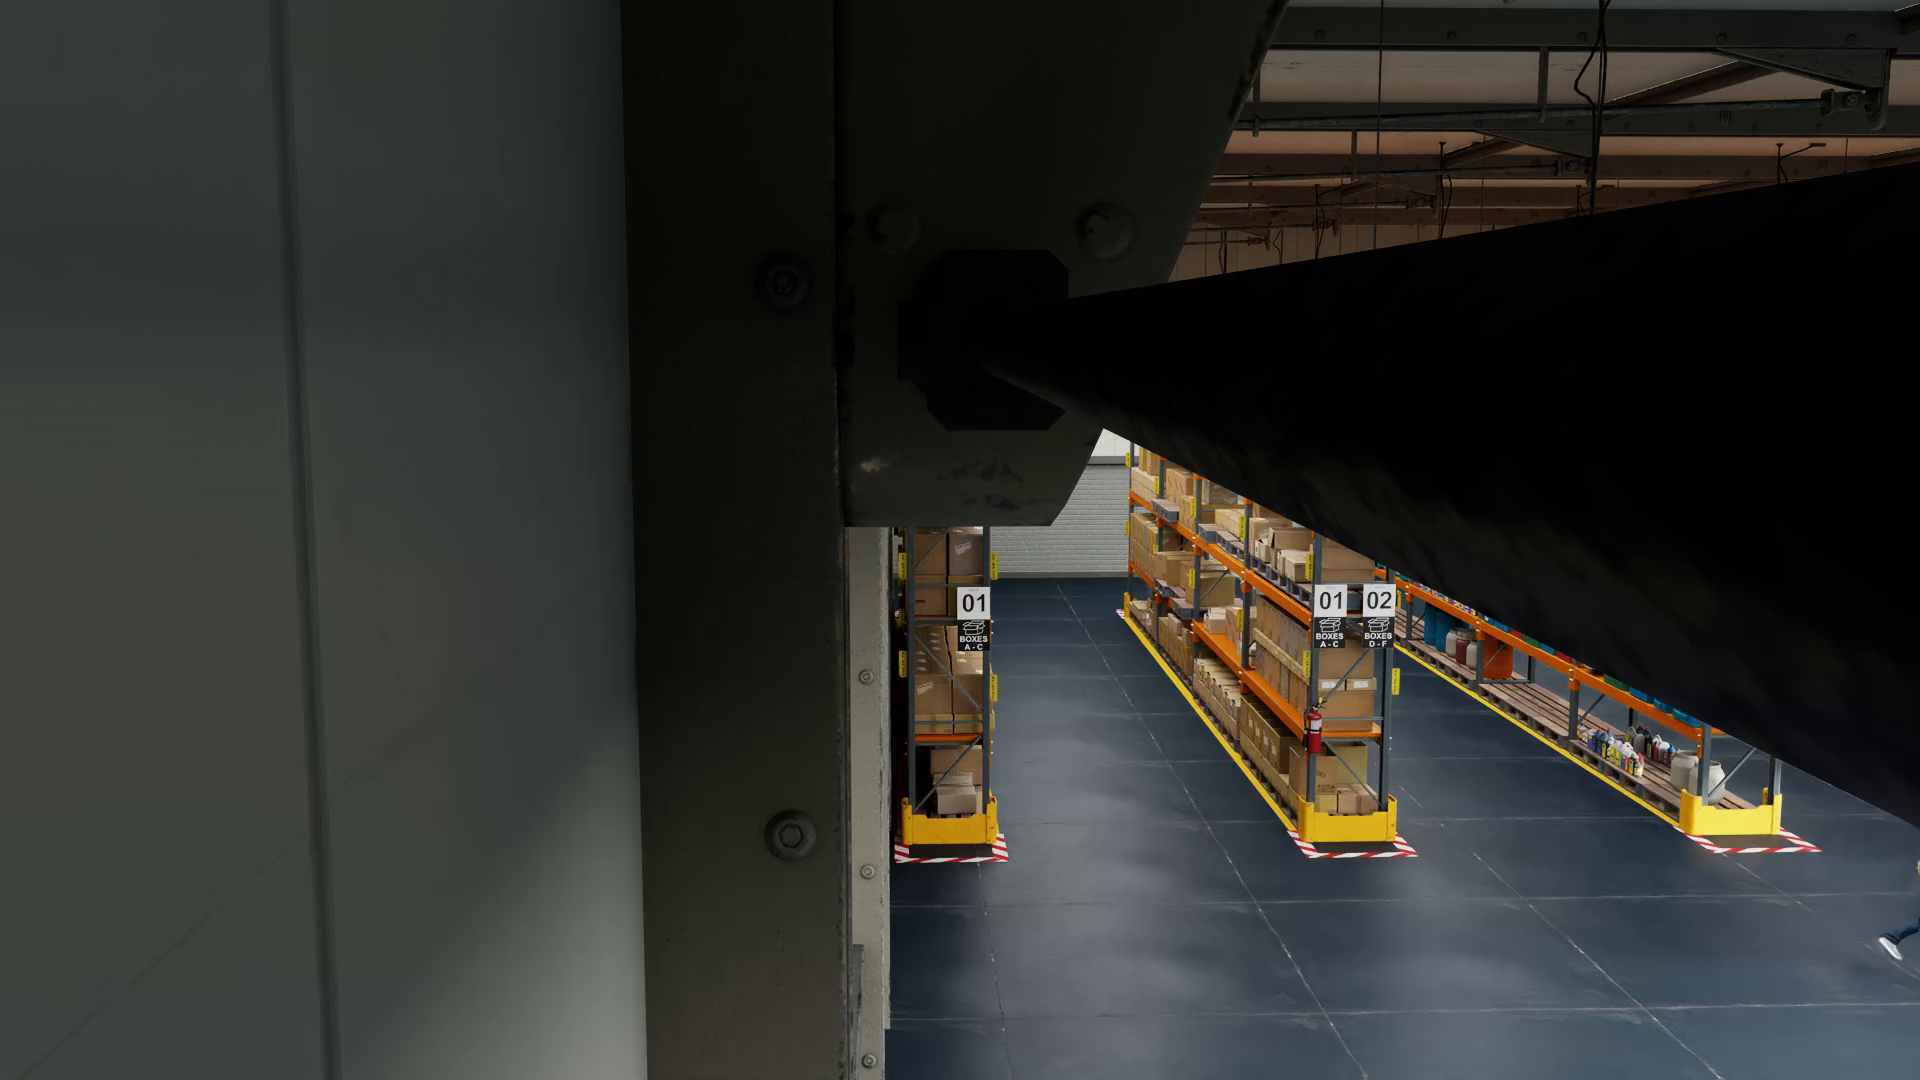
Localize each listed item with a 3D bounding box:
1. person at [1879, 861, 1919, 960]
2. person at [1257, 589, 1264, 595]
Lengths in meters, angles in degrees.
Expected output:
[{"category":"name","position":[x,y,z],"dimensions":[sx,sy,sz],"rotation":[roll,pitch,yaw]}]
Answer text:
[{"category":"person","position":[9.515,3.459,16.218],"dimensions":[0.877,1.580,0.540],"rotation":[3,8,22]},{"category":"person","position":[6.299,1.252,33.333],"dimensions":[0.624,1.663,0.491],"rotation":[-1,7,-11]}]
